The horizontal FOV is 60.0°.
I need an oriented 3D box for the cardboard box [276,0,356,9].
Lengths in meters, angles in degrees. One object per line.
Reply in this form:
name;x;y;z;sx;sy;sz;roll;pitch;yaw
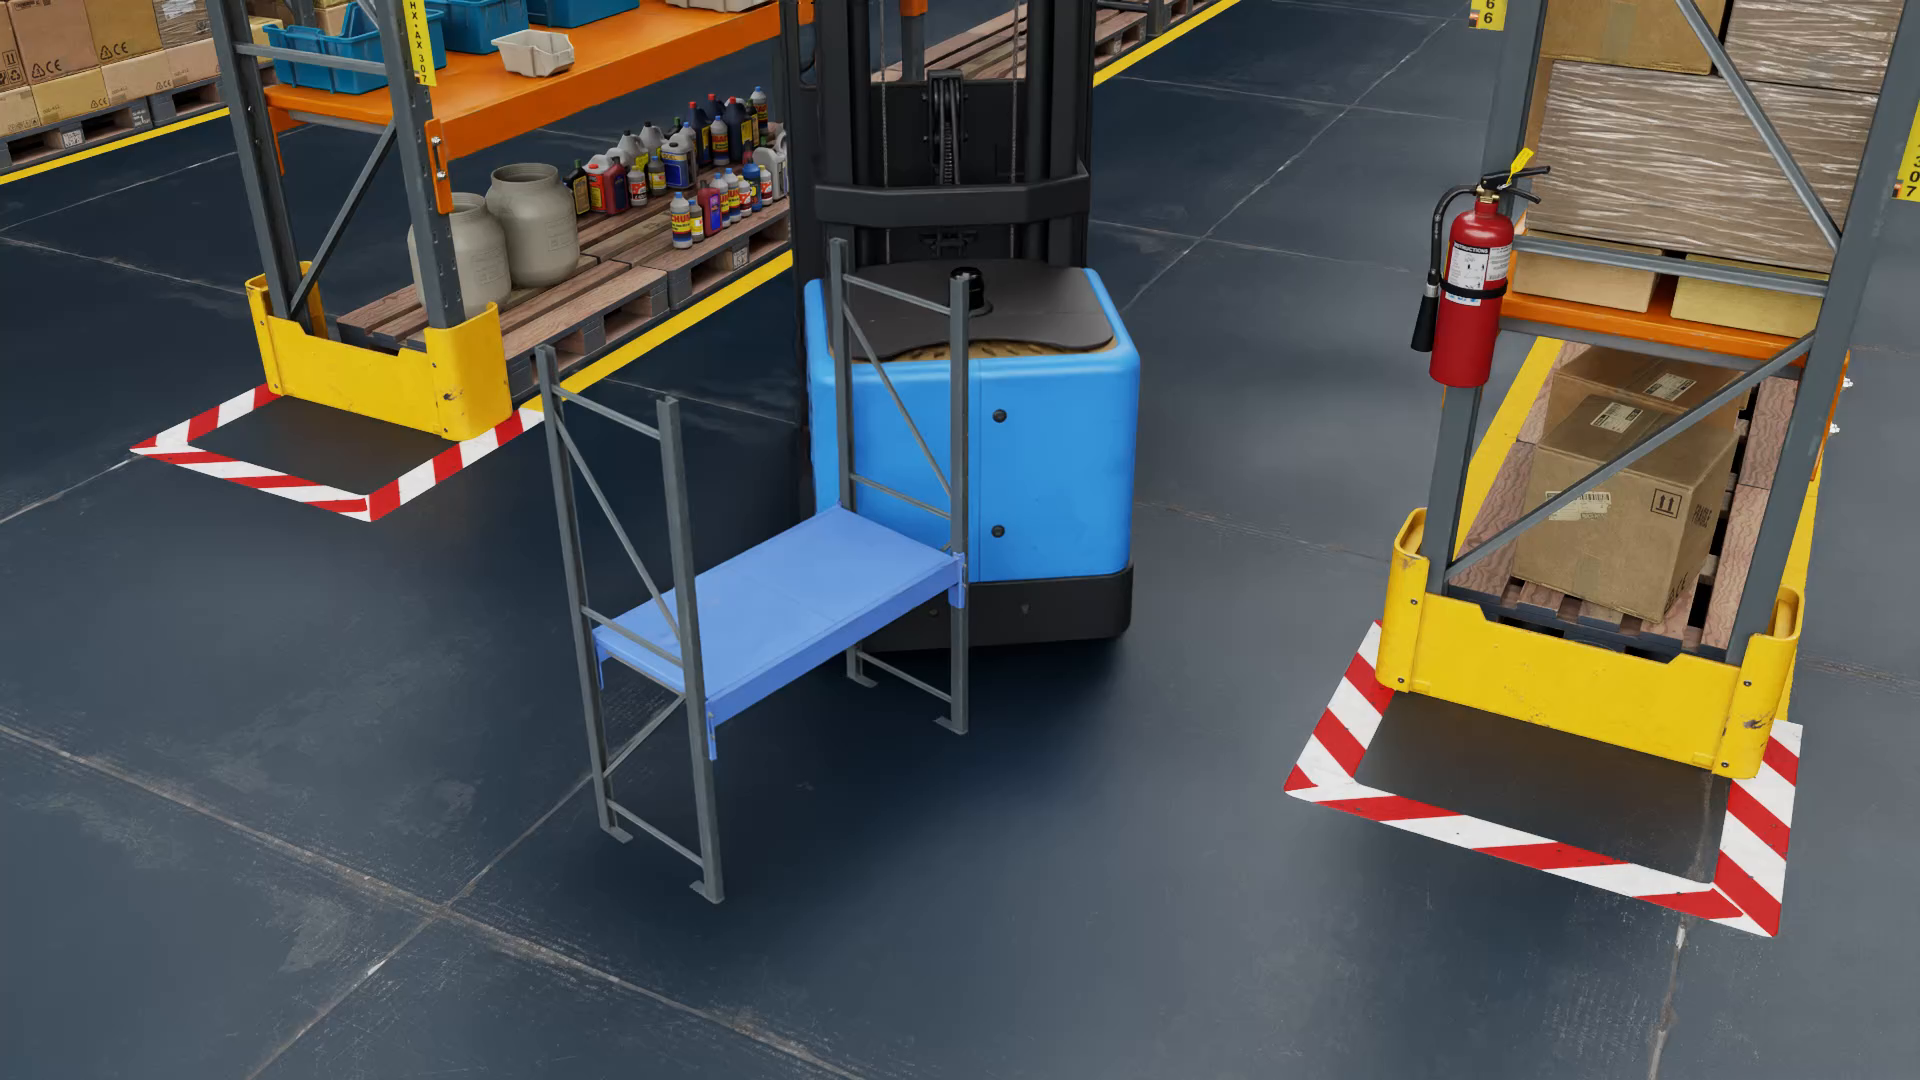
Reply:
cardboard box;-4.679;-4.126;12.200;0.500;0.311;0.500;14;33;23

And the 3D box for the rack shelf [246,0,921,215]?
rack shelf;-1.592;-2.443;8.214;1.077;0.370;4.000;14;33;23

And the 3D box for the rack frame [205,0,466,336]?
rack frame;-2.503;-1.868;6.491;1.000;3.000;0.127;14;33;23

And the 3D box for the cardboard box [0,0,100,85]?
cardboard box;-5.783;-3.160;10.327;0.500;0.500;0.500;14;33;23

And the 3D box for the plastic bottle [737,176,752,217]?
plastic bottle;-1.153;-1.819;8.773;0.097;0.201;0.097;0;30;0

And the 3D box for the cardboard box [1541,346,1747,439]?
cardboard box;2.447;-0.388;6.003;0.500;0.500;0.500;24;38;36

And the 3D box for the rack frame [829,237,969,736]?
rack frame;-0.173;-0.126;4.963;0.500;1.500;0.032;23;37;35

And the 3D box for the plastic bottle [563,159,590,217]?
plastic bottle;-2.020;-1.850;8.746;0.061;0.283;0.133;15;33;24

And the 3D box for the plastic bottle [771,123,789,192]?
plastic bottle;-0.953;-2.104;9.120;0.144;0.351;0.185;14;33;23

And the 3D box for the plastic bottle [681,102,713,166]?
plastic bottle;-1.504;-2.336;9.524;0.144;0.351;0.185;13;32;21

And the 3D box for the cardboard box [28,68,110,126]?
cardboard box;-5.784;-2.835;10.514;0.500;0.250;0.500;14;33;23

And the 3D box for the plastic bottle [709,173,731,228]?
plastic bottle;-1.244;-1.761;8.602;0.097;0.271;0.097;0;30;0

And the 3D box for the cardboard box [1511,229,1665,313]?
cardboard box;1.852;-0.809;4.898;0.380;0.149;0.250;14;33;23

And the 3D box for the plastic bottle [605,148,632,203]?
plastic bottle;-1.855;-1.958;8.941;0.152;0.276;0.135;13;32;22

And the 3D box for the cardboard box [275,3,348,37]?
cardboard box;-4.685;-3.879;12.332;0.500;0.250;0.500;13;33;22

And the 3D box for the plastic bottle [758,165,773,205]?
plastic bottle;-1.060;-1.910;8.932;0.097;0.201;0.097;0;30;0

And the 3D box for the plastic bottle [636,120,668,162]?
plastic bottle;-1.698;-2.148;9.196;0.144;0.351;0.185;14;33;23

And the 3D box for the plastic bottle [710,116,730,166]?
plastic bottle;-1.377;-2.294;9.530;0.097;0.271;0.097;0;30;0

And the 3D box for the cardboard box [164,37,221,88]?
cardboard box;-5.342;-3.282;11.292;0.500;0.250;0.500;14;33;23

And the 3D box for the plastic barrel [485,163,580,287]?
plastic barrel;-2.043;-1.503;7.931;0.421;0.512;0.421;0;30;0

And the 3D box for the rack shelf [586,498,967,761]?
rack shelf;-0.507;0.221;4.720;0.538;0.185;1.000;23;37;35

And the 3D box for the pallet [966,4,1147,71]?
pallet;0.753;-3.871;12.778;1.003;0.211;1.213;14;33;23

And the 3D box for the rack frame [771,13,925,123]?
rack frame;-0.681;-3.641;9.579;1.000;3.000;0.127;14;33;23

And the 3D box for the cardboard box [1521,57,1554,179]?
cardboard box;2.302;-1.403;5.282;0.875;0.500;0.500;14;33;23

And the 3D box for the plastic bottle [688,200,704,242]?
plastic bottle;-1.353;-1.624;8.435;0.097;0.201;0.097;0;30;0

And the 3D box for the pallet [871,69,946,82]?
pallet;-0.358;-2.789;10.895;1.003;0.211;1.213;14;33;23

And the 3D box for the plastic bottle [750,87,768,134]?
plastic bottle;-1.217;-2.607;10.076;0.097;0.271;0.097;0;30;0

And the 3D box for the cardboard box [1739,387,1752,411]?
cardboard box;3.043;-0.899;6.892;0.500;0.500;0.500;11;32;19

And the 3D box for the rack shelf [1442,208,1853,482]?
rack shelf;2.817;-1.319;6.257;1.077;0.370;4.000;14;33;23

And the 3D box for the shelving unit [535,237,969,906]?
shelving unit;-0.507;0.065;4.630;0.538;1.500;1.048;23;37;35

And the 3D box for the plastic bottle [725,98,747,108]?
plastic bottle;-1.340;-2.460;9.814;0.152;0.276;0.135;16;33;25

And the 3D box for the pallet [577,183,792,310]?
pallet;-1.579;-1.601;8.826;1.003;0.211;1.213;14;33;23

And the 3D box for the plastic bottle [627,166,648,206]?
plastic bottle;-1.735;-1.906;8.925;0.097;0.201;0.097;0;30;0

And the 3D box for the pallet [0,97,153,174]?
pallet;-6.043;-2.672;10.690;1.003;0.211;1.213;14;33;23

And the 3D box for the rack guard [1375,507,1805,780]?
rack guard;1.940;0.306;5.215;1.175;0.500;0.348;14;33;23

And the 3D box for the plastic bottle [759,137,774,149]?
plastic bottle;-1.056;-2.087;9.158;0.061;0.283;0.133;14;33;23

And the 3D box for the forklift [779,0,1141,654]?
forklift;-0.104;-1.608;6.106;1.130;2.935;3.031;-3;30;-6

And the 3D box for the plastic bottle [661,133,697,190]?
plastic bottle;-1.555;-2.093;9.175;0.152;0.276;0.135;14;33;23

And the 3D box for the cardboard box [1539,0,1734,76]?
cardboard box;1.936;-1.650;4.709;0.500;0.500;0.500;14;33;23

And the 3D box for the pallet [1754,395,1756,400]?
pallet;3.453;-1.003;7.784;1.003;0.211;1.213;14;33;23

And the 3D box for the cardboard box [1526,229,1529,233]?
cardboard box;2.034;-1.042;5.305;0.380;0.149;0.250;14;33;23

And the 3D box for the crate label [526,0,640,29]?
crate label;-1.906;-2.761;8.010;0.502;0.435;0.616;14;33;23

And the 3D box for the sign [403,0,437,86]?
sign;-2.016;-1.861;6.201;0.100;0.325;0.005;14;33;23

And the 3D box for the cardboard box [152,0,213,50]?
cardboard box;-5.344;-3.607;11.106;0.500;0.500;0.500;14;33;23

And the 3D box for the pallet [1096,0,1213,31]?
pallet;1.463;-4.564;13.986;1.003;0.211;1.213;14;33;23

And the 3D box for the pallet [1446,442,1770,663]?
pallet;2.342;0.079;5.901;1.003;0.211;1.213;14;33;23

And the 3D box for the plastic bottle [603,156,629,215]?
plastic bottle;-1.823;-1.876;8.791;0.061;0.283;0.133;14;33;23

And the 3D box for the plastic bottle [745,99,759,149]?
plastic bottle;-1.245;-2.439;9.771;0.061;0.283;0.133;14;33;23

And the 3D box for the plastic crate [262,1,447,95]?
plastic crate;-2.542;-2.093;7.033;0.499;0.251;0.616;14;33;23

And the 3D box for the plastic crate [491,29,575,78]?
plastic crate;-1.809;-2.077;7.120;0.298;0.136;0.250;14;33;23
